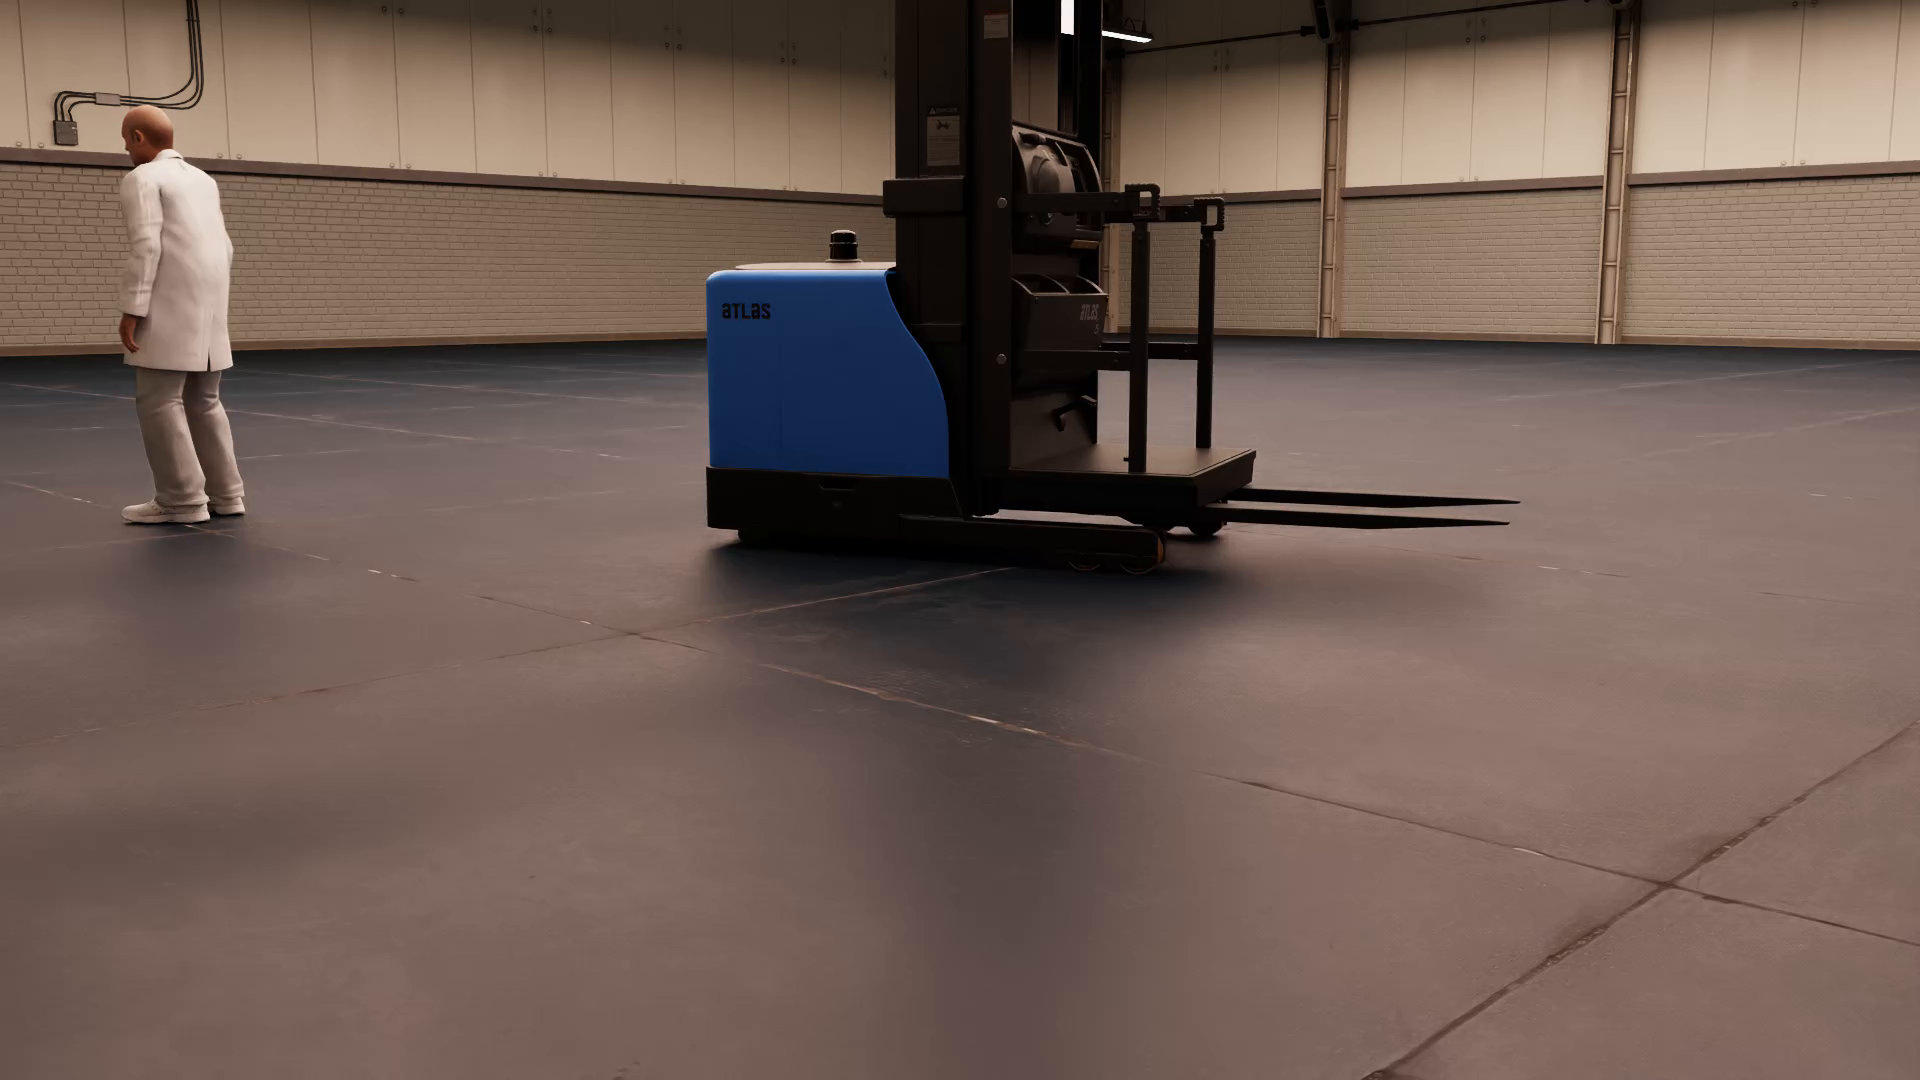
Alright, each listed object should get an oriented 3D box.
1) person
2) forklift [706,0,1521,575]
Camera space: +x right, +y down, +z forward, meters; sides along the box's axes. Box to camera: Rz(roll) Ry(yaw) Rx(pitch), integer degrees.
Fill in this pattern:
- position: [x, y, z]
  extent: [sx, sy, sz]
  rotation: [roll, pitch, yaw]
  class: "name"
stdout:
- position: [-3.398, -0.971, 7.205]
  extent: [0.420, 1.774, 0.646]
  rotation: [2, 9, 12]
  class: "person"
- position: [0.565, -1.416, 6.275]
  extent: [3.031, 2.935, 1.130]
  rotation: [3, 9, 22]
  class: "forklift"
